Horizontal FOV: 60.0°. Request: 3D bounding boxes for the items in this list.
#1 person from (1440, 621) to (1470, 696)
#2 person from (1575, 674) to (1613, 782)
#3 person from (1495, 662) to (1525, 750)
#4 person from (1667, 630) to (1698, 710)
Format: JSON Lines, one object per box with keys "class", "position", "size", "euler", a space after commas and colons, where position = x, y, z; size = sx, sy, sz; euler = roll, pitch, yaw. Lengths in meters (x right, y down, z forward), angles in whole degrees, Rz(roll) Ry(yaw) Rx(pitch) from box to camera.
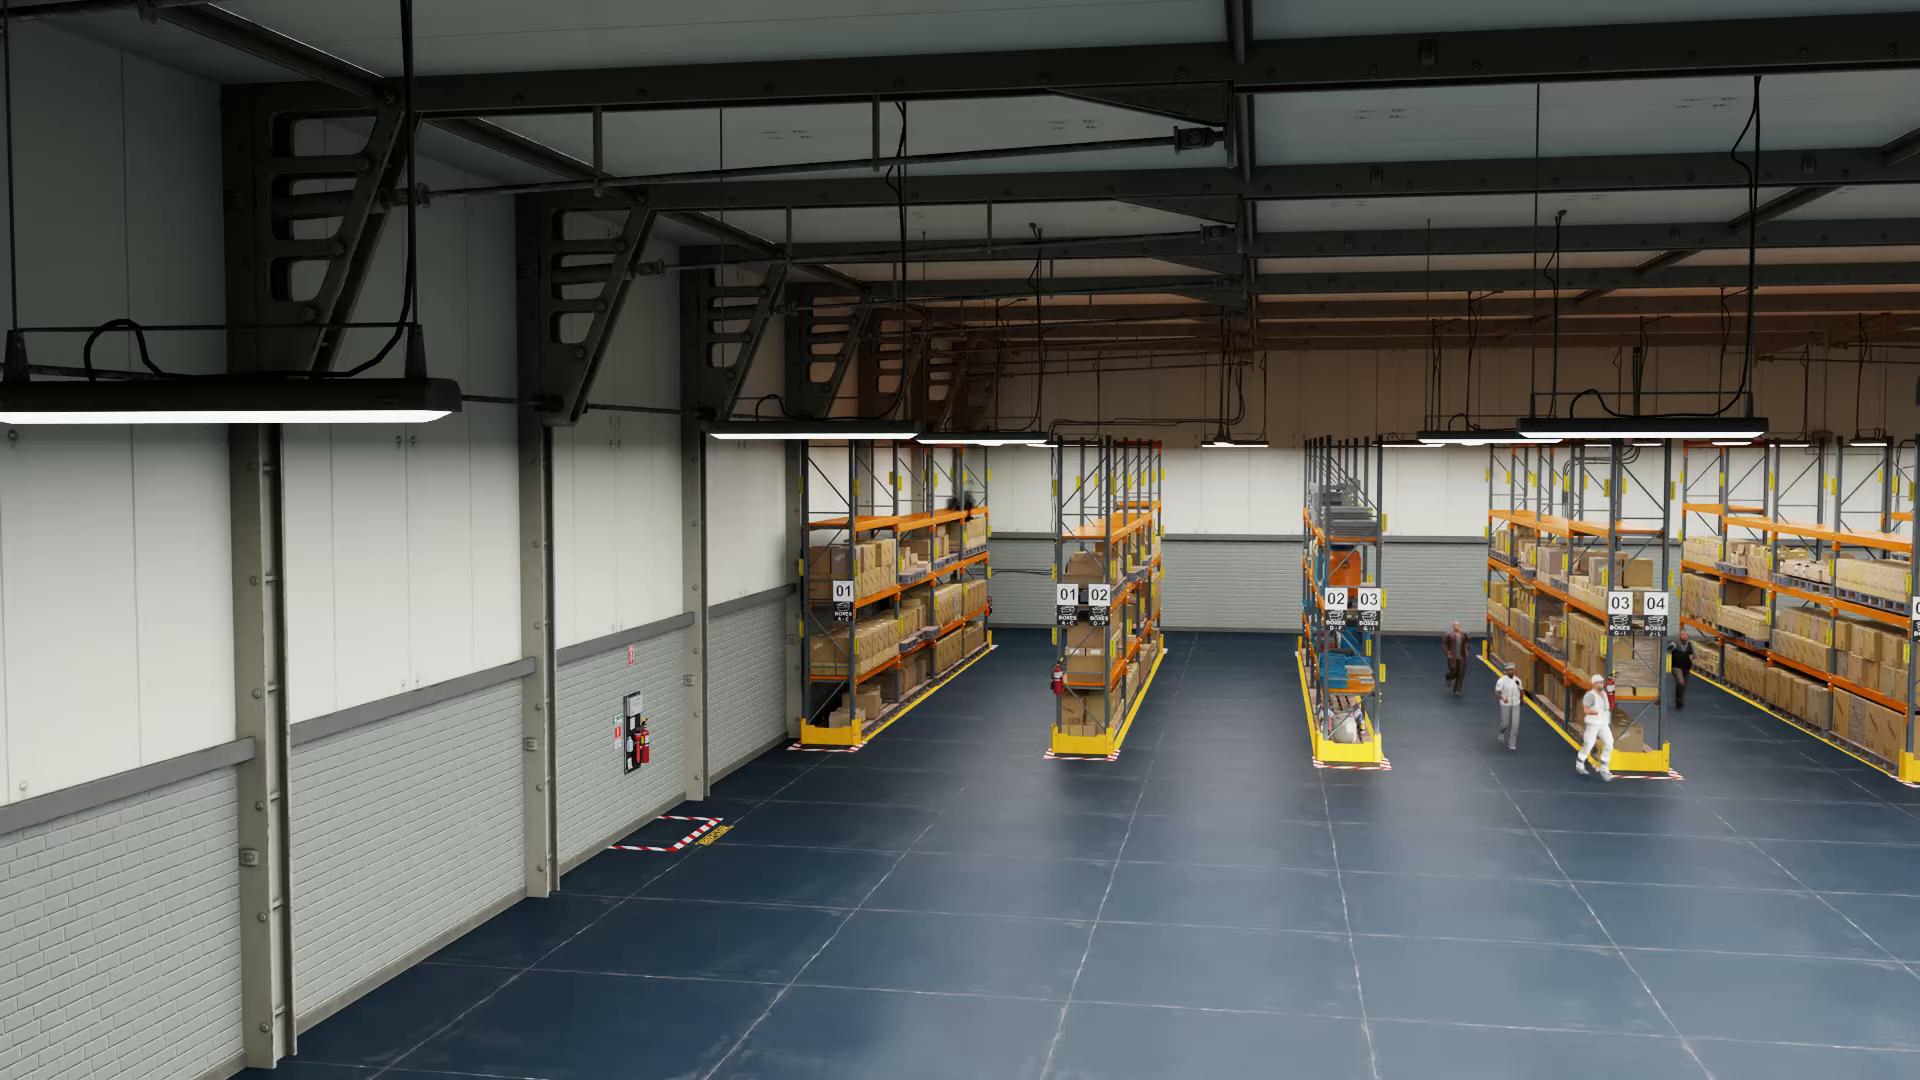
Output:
{"class": "person", "position": [11.599, 2.757, 38.850], "size": [0.710, 1.742, 0.799], "euler": [0, 3, -1]}
{"class": "person", "position": [11.084, 3.257, 28.943], "size": [0.661, 1.843, 0.747], "euler": [-1, 3, -23]}
{"class": "person", "position": [10.579, 3.164, 31.963], "size": [0.578, 1.653, 0.658], "euler": [0, 3, 4]}
{"class": "person", "position": [15.986, 2.875, 36.830], "size": [0.621, 1.773, 0.834], "euler": [0, 3, 3]}
